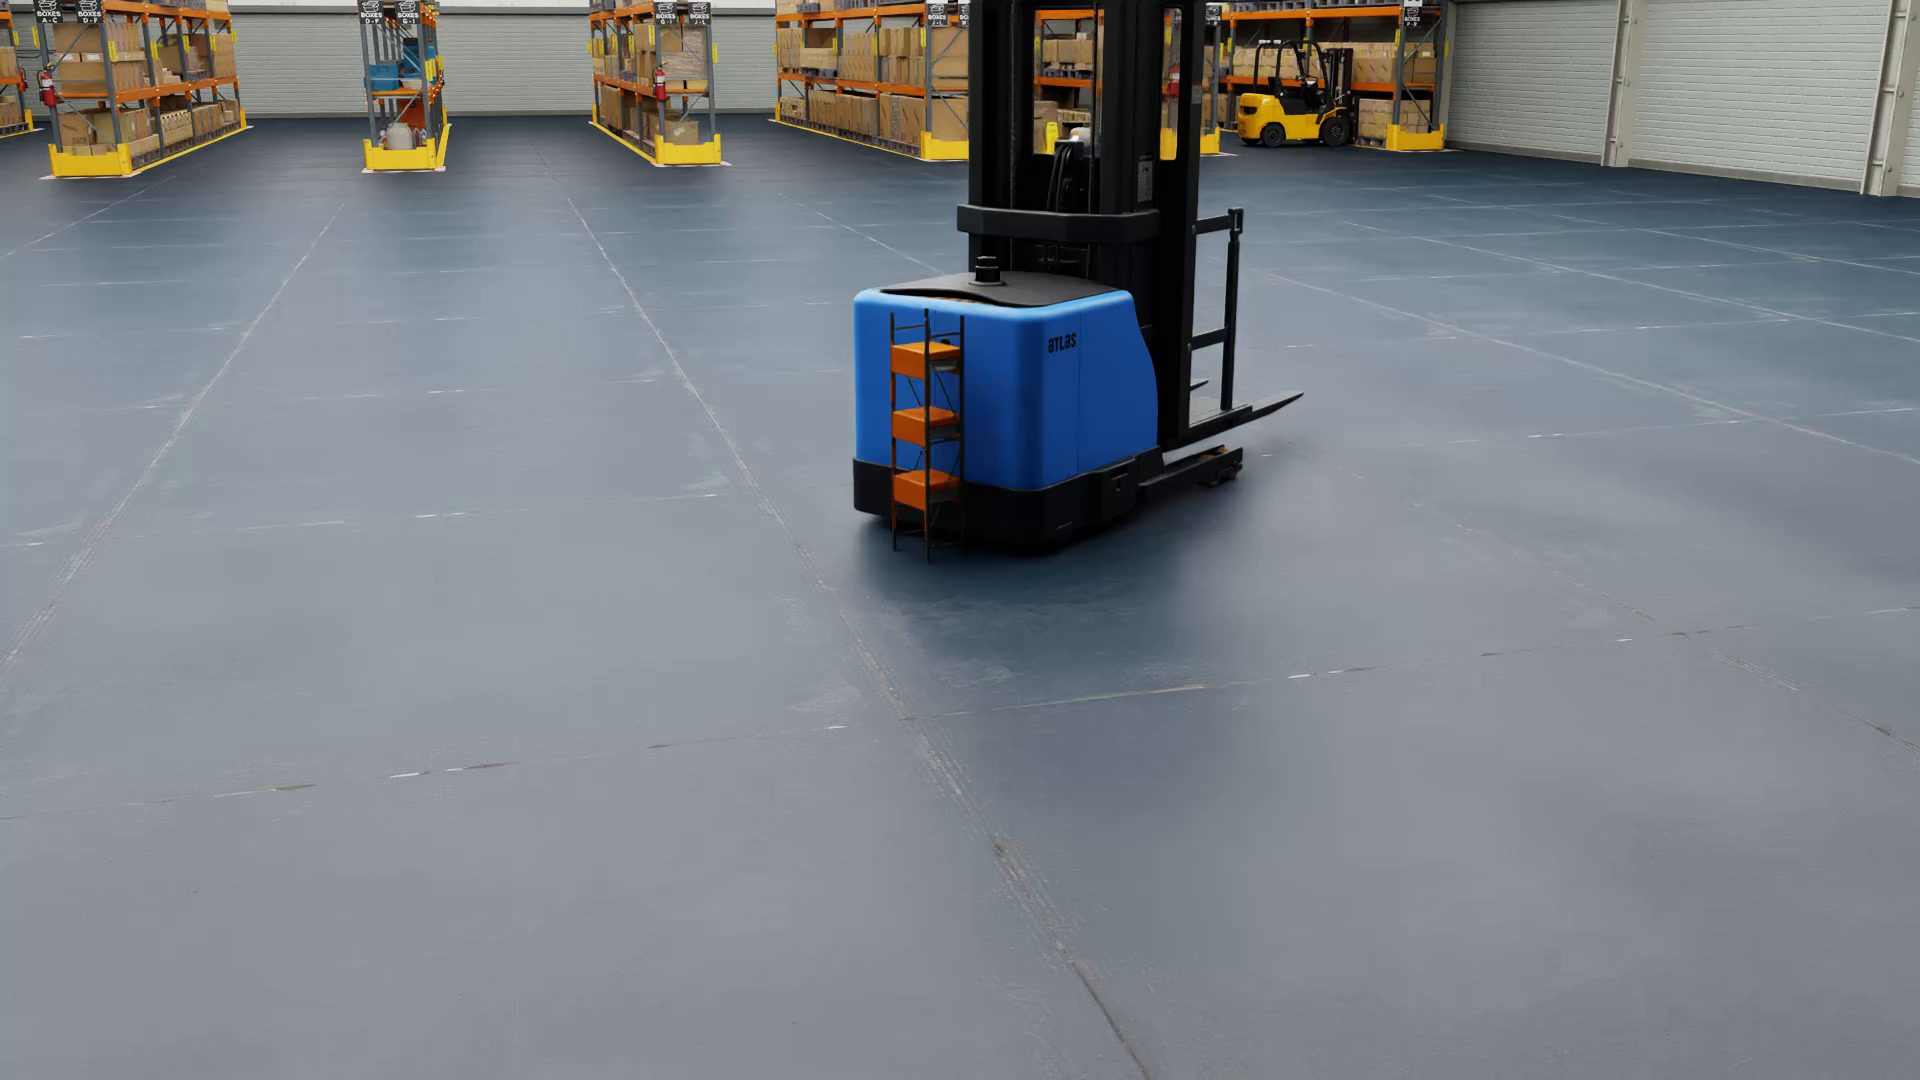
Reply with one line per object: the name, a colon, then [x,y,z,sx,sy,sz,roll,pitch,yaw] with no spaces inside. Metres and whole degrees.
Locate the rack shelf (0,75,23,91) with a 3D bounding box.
rack shelf: [-23.083,-10.675,39.027,1.077,0.370,4.000,-5,17,-15]

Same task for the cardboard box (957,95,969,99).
cardboard box: [0.462,-12.331,47.011,0.875,0.438,0.875,-5,18,-17]

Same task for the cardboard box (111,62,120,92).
cardboard box: [-14.738,-7.863,28.240,0.700,0.500,0.500,-4,17,-14]

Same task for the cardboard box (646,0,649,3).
cardboard box: [-5.464,-9.938,30.369,0.500,0.250,0.500,-5,17,-15]

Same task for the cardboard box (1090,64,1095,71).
cardboard box: [3.075,-10.413,36.611,0.380,0.149,0.250,-4,17,-14]

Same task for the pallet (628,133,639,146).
pallet: [-6.601,-8.646,35.869,1.003,0.211,1.213,-5,17,-15]

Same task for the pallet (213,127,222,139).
pallet: [-17.511,-9.301,38.051,1.003,0.211,1.213,-5,17,-15]

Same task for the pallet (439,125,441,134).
pallet: [-12.835,-9.697,39.369,1.003,0.211,1.213,-5,17,-15]

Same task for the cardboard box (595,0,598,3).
cardboard box: [-9.111,-14.176,43.141,0.700,0.500,0.500,-5,18,-17]

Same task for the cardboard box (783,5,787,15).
cardboard box: [-4.376,-14.045,44.041,0.500,0.250,0.500,-5,18,-17]

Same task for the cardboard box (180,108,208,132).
cardboard box: [-16.804,-9.198,36.440,0.500,0.500,0.500,-5,17,-16]

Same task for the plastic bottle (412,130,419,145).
plastic bottle: [-10.438,-7.716,31.895,0.152,0.276,0.135,-5,17,-15]

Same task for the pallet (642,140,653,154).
pallet: [-5.828,-7.910,33.418,1.003,0.211,1.213,-5,17,-15]

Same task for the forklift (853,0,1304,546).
forklift: [0.790,-1.741,8.154,1.130,2.935,3.031,12,21,35]

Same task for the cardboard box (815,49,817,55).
cardboard box: [-3.278,-11.722,39.934,0.380,0.149,0.250,-4,17,-13]

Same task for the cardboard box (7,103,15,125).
cardboard box: [-23.206,-10.253,39.985,0.700,0.500,0.500,-5,17,-15]

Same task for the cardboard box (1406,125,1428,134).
cardboard box: [9.406,-8.534,34.700,0.500,0.250,0.500,-5,17,-15]

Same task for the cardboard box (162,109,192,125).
cardboard box: [-16.291,-8.780,34.542,0.500,0.311,0.500,-4,17,-14]

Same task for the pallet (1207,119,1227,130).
pallet: [6.985,-10.586,42.326,1.003,0.211,1.213,-5,17,-15]

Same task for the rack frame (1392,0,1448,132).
rack frame: [9.353,-9.499,33.861,1.000,3.000,0.127,-5,17,-15]

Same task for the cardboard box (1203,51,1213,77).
cardboard box: [4.718,-9.449,33.003,0.500,0.500,0.500,-5,17,-16]

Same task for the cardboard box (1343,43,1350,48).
cardboard box: [8.486,-10.645,35.857,0.380,0.149,0.250,-5,17,-15]

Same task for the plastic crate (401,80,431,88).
plastic crate: [-10.119,-8.481,30.932,0.530,0.136,0.437,-5,17,-15]

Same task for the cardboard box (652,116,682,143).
cardboard box: [-5.810,-8.161,33.021,0.500,0.500,0.500,1,17,2]

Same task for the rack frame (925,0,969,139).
rack frame: [-0.151,-8.686,31.155,1.000,3.000,0.127,-5,17,-15]

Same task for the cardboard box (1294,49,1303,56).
cardboard box: [7.858,-11.111,37.925,0.380,0.149,0.250,-5,17,-16]

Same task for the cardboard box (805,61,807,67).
cardboard box: [-3.636,-11.795,41.212,0.380,0.149,0.250,-5,17,-15]

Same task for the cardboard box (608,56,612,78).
cardboard box: [-8.083,-11.265,39.565,0.500,0.500,0.500,-5,17,-17]

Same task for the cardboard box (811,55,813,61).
cardboard box: [-3.417,-11.721,40.447,0.380,0.149,0.250,-5,17,-16]

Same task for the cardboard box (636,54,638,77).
cardboard box: [-5.982,-9.489,33.138,0.875,0.500,0.500,-5,17,-15]

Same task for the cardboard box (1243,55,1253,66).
cardboard box: [7.178,-11.599,40.243,0.500,0.250,0.500,-4,17,-14]

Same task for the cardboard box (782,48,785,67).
cardboard box: [-4.518,-13.010,44.859,0.500,0.500,0.500,-5,17,-15]

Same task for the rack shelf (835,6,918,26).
rack shelf: [-1.799,-11.438,36.352,1.077,0.370,4.000,-5,17,-15]

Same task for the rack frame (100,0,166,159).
rack frame: [-15.573,-8.646,31.022,1.000,3.000,0.127,-5,17,-15]

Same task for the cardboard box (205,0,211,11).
cardboard box: [-17.667,-12.378,38.492,0.500,0.250,0.500,-5,17,-15]

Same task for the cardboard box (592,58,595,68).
cardboard box: [-9.472,-12.664,44.142,0.500,0.250,0.500,-5,17,-17]

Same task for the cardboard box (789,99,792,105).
cardboard box: [-4.350,-11.698,44.374,0.380,0.149,0.250,-4,17,-14]

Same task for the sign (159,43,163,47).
sign: [-18.291,-11.229,38.114,0.100,0.325,0.005,-5,17,-15]

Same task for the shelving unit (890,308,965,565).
shelving unit: [-0.139,-0.442,7.097,0.215,1.050,0.252,-13,21,-36]

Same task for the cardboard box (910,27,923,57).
cardboard box: [-0.455,-9.526,31.812,0.875,0.550,0.550,-5,17,-15]

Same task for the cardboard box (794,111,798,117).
cardboard box: [-4.168,-11.209,43.779,0.380,0.149,0.250,-5,17,-15]

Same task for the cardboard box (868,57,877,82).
cardboard box: [-1.650,-9.964,35.234,0.500,0.500,0.500,-5,17,-16]

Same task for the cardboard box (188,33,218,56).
cardboard box: [-17.630,-11.538,38.738,0.500,0.500,0.500,-4,17,-14]

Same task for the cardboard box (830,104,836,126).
cardboard box: [-2.781,-10.064,39.358,0.500,0.500,0.500,-5,17,-16]

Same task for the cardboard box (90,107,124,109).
cardboard box: [-15.746,-7.737,30.740,0.500,0.500,0.500,-5,17,-15]

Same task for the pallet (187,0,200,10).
pallet: [-17.371,-11.733,36.411,1.213,0.211,1.003,-5,17,-15]

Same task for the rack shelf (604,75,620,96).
rack shelf: [-7.695,-10.743,39.254,1.077,0.370,4.000,-5,17,-15]

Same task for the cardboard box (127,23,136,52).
cardboard box: [-15.304,-9.054,29.949,0.700,0.500,0.500,-5,17,-15]

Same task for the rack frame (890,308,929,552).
rack frame: [-0.214,-0.469,7.189,0.200,1.050,0.008,-13,21,-36]

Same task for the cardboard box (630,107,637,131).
cardboard box: [-6.943,-9.365,36.994,0.700,0.500,0.500,-6,18,-18]

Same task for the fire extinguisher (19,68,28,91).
fire extinguisher: [-23.230,-11.435,41.090,0.296,0.674,0.183,-5,17,-15]

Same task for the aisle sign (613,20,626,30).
aisle sign: [-9.076,-14.036,44.447,0.394,0.787,0.004,-5,17,-15]

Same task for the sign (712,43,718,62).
sign: [-4.426,-8.779,29.961,0.100,0.325,0.005,-5,17,-15]

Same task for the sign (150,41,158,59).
sign: [-15.039,-9.143,31.034,0.100,0.325,0.005,-5,17,-15]
